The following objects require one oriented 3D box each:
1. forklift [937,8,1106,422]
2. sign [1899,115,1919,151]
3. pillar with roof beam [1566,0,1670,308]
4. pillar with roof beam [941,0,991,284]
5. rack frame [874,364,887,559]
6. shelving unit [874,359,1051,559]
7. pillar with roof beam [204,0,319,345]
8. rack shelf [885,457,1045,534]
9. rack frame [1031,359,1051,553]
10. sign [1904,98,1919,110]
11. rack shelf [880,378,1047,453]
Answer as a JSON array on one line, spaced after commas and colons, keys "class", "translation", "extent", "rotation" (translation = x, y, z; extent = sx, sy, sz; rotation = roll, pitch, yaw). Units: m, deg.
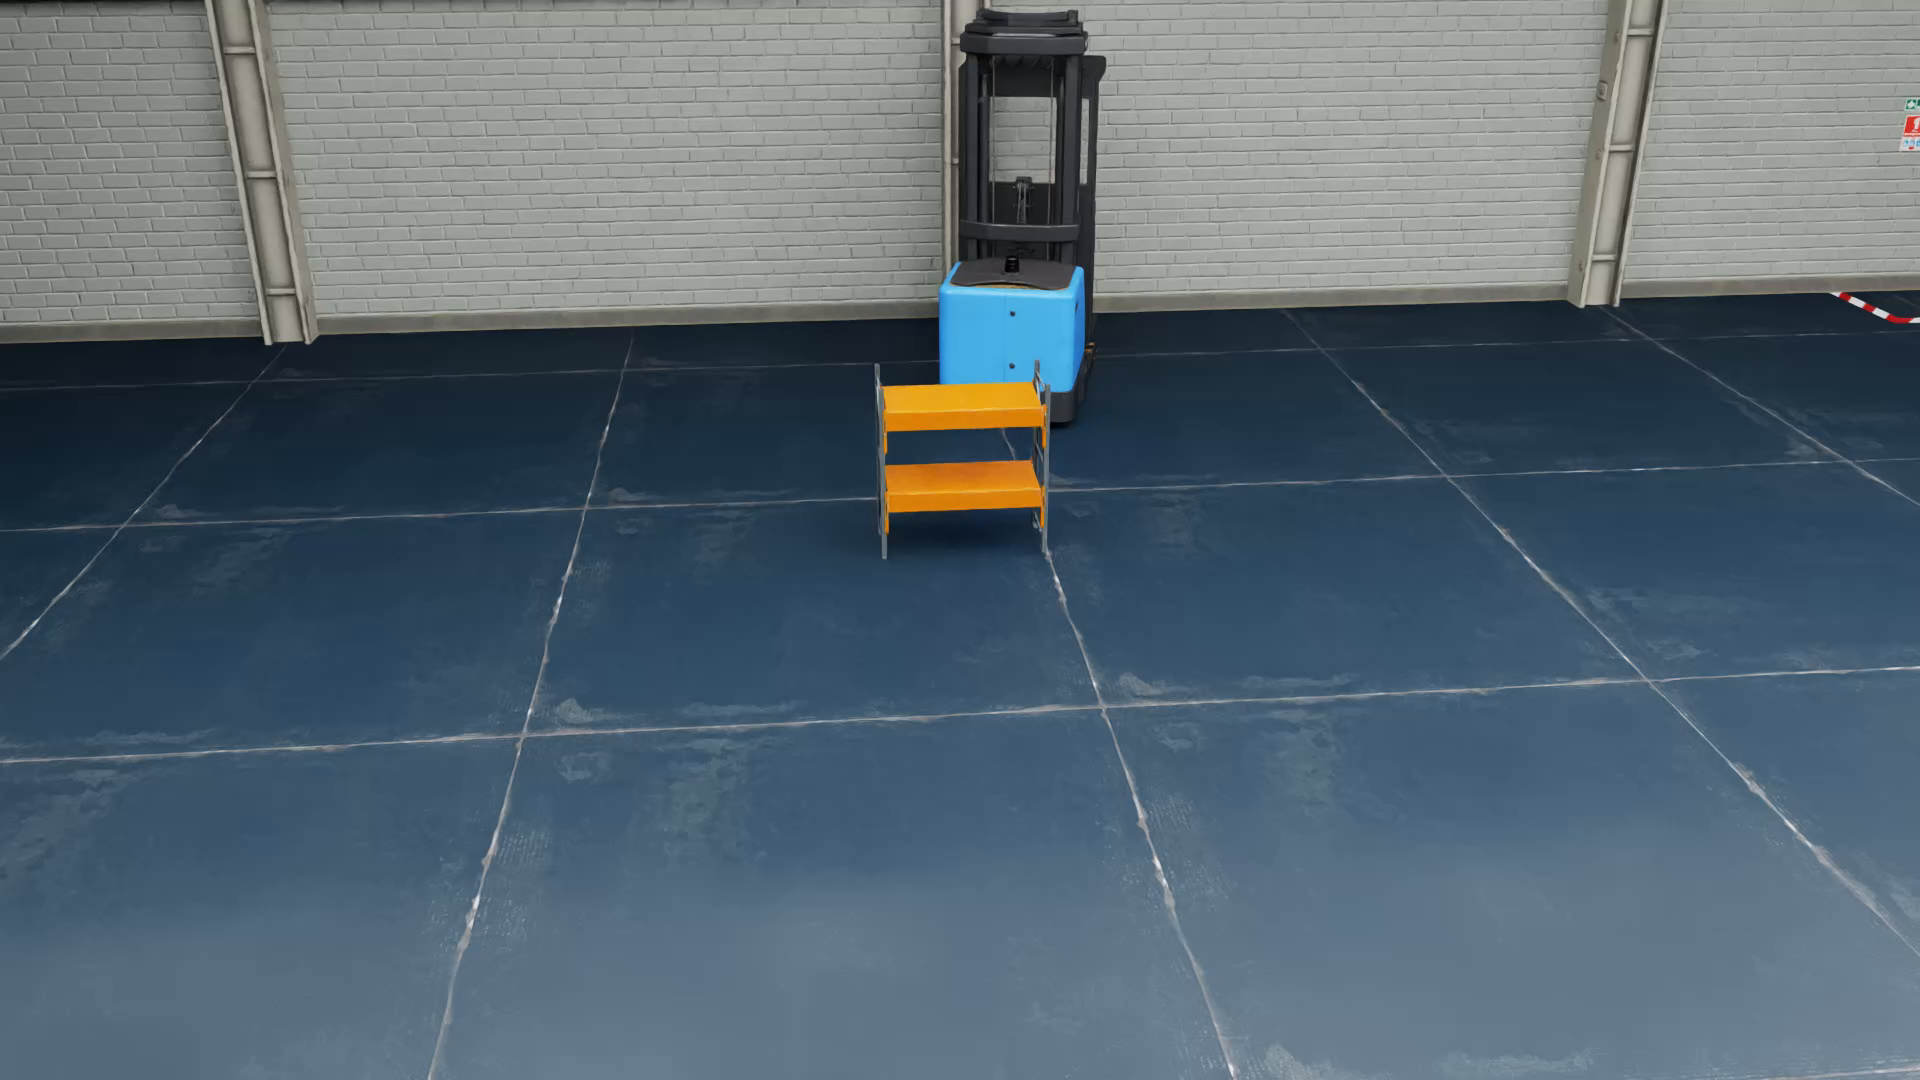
[{"class": "forklift", "translation": [0.569, -2.796, 13.431], "extent": [1.130, 2.935, 3.031], "rotation": [4, 24, 8]}, {"class": "sign", "translation": [8.965, -3.823, 15.615], "extent": [0.234, 0.329, 0.001], "rotation": [-2, 24, -5]}, {"class": "pillar with roof beam", "translation": [6.441, -4.632, 10.093], "extent": [0.400, 9.000, 9.100], "rotation": [-2, 24, -5]}, {"class": "pillar with roof beam", "translation": [0.470, -4.393, 9.554], "extent": [0.400, 9.000, 9.100], "rotation": [-2, 24, -5]}, {"class": "rack frame", "translation": [-0.499, -0.494, 10.476], "extent": [0.032, 1.125, 0.500], "rotation": [-2, 24, -5]}, {"class": "shelving unit", "translation": [0.007, -0.514, 10.522], "extent": [1.048, 1.125, 0.538], "rotation": [-2, 24, -5]}, {"class": "pillar with roof beam", "translation": [-5.501, -4.153, 9.015], "extent": [0.400, 9.000, 9.100], "rotation": [-2, 24, -5]}, {"class": "rack shelf", "translation": [0.007, -0.291, 10.621], "extent": [1.000, 0.278, 0.538], "rotation": [-2, 24, -5]}, {"class": "rack frame", "translation": [0.513, -0.535, 10.568], "extent": [0.032, 1.125, 0.500], "rotation": [-2, 24, -5]}, {"class": "sign", "translation": [8.970, -4.062, 15.500], "extent": [0.331, 0.109, 0.001], "rotation": [-2, 24, -5]}, {"class": "rack shelf", "translation": [0.007, -0.782, 10.403], "extent": [1.000, 0.278, 0.538], "rotation": [-2, 24, -5]}]
